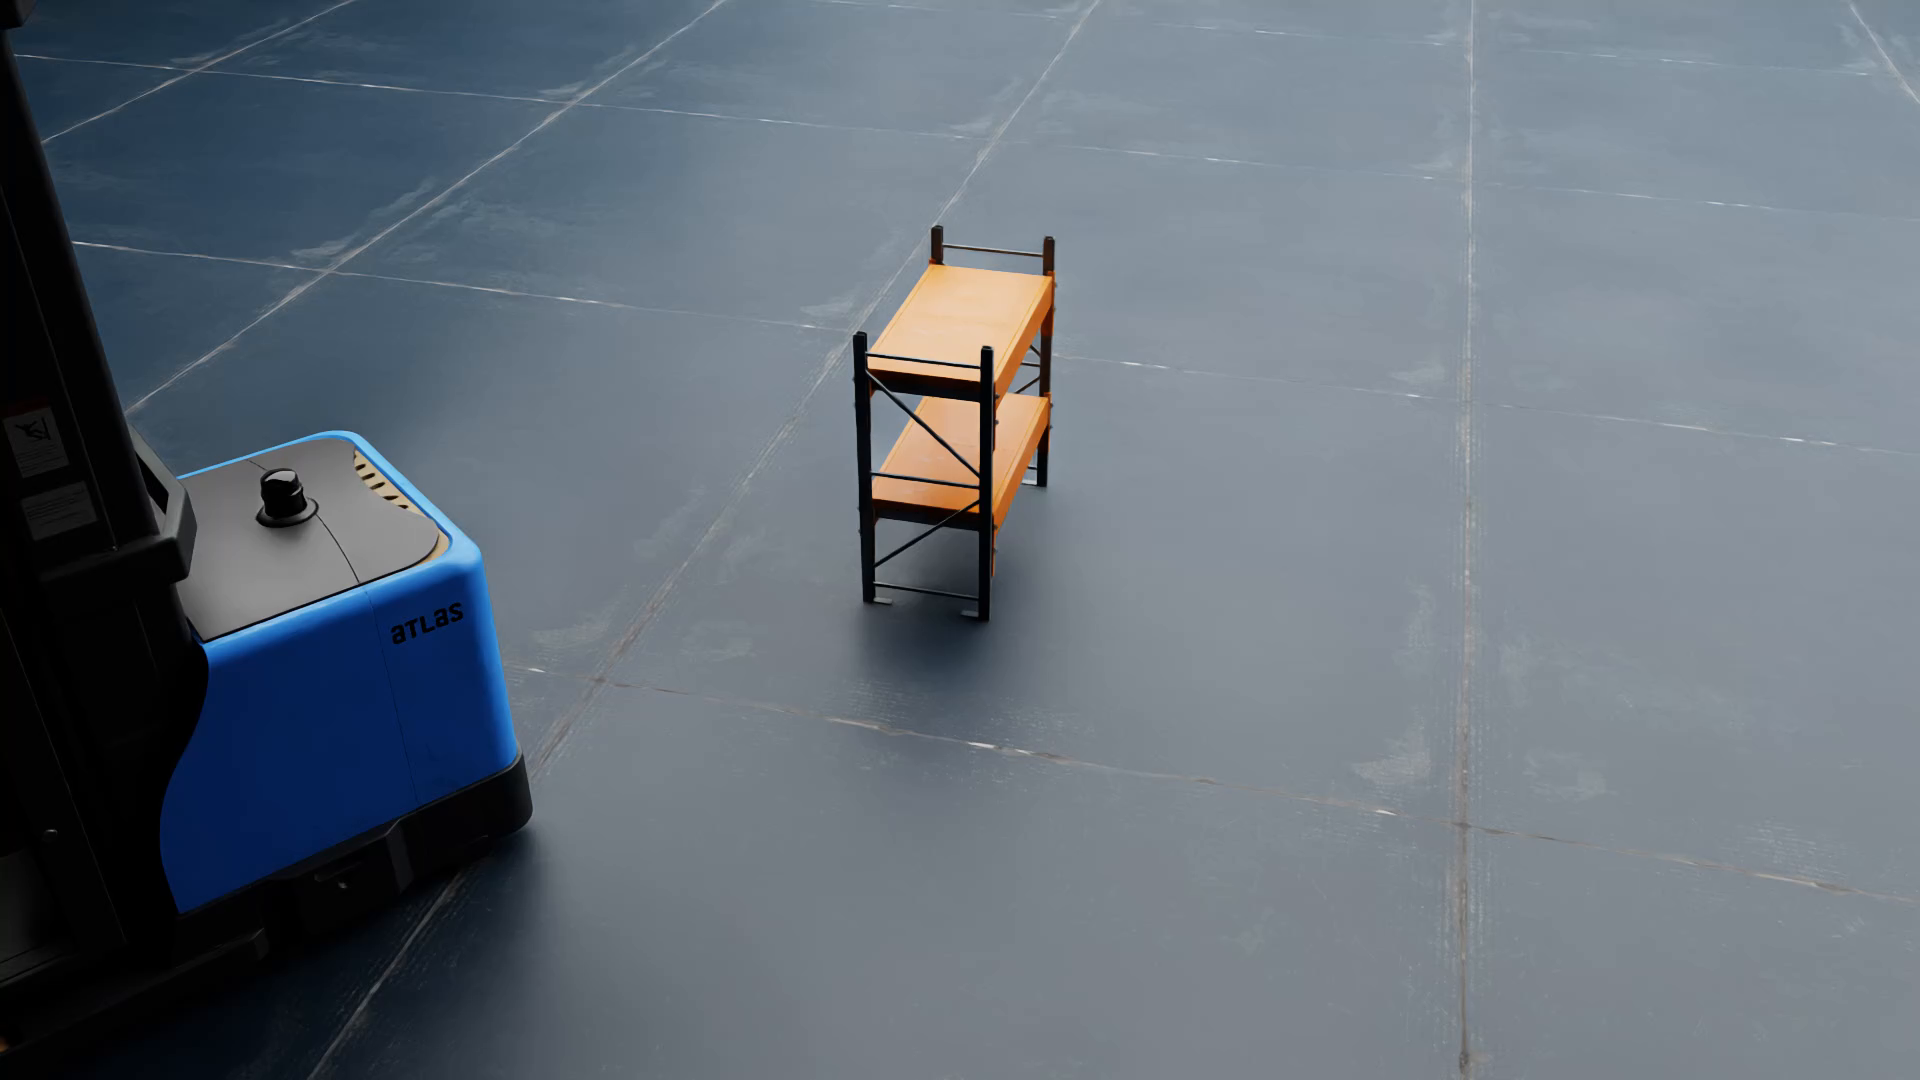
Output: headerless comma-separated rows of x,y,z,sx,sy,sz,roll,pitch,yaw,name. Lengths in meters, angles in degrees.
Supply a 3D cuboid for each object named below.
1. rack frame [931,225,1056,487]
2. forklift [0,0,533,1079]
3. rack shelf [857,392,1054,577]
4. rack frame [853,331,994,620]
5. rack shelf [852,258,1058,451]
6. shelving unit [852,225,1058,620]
0.131,-0.742,6.869,0.500,1.125,0.032,8,33,12,rack frame
-2.813,-0.005,4.027,3.031,2.935,1.130,-24,39,-32,forklift
0.002,-0.272,6.585,0.538,0.278,1.000,8,33,12,rack shelf
-0.127,-0.214,6.039,0.500,1.125,0.032,8,33,12,rack frame
0.002,-0.725,6.297,0.538,0.278,1.000,8,33,12,rack shelf
0.002,-0.478,6.454,0.538,1.125,1.048,8,33,12,shelving unit
